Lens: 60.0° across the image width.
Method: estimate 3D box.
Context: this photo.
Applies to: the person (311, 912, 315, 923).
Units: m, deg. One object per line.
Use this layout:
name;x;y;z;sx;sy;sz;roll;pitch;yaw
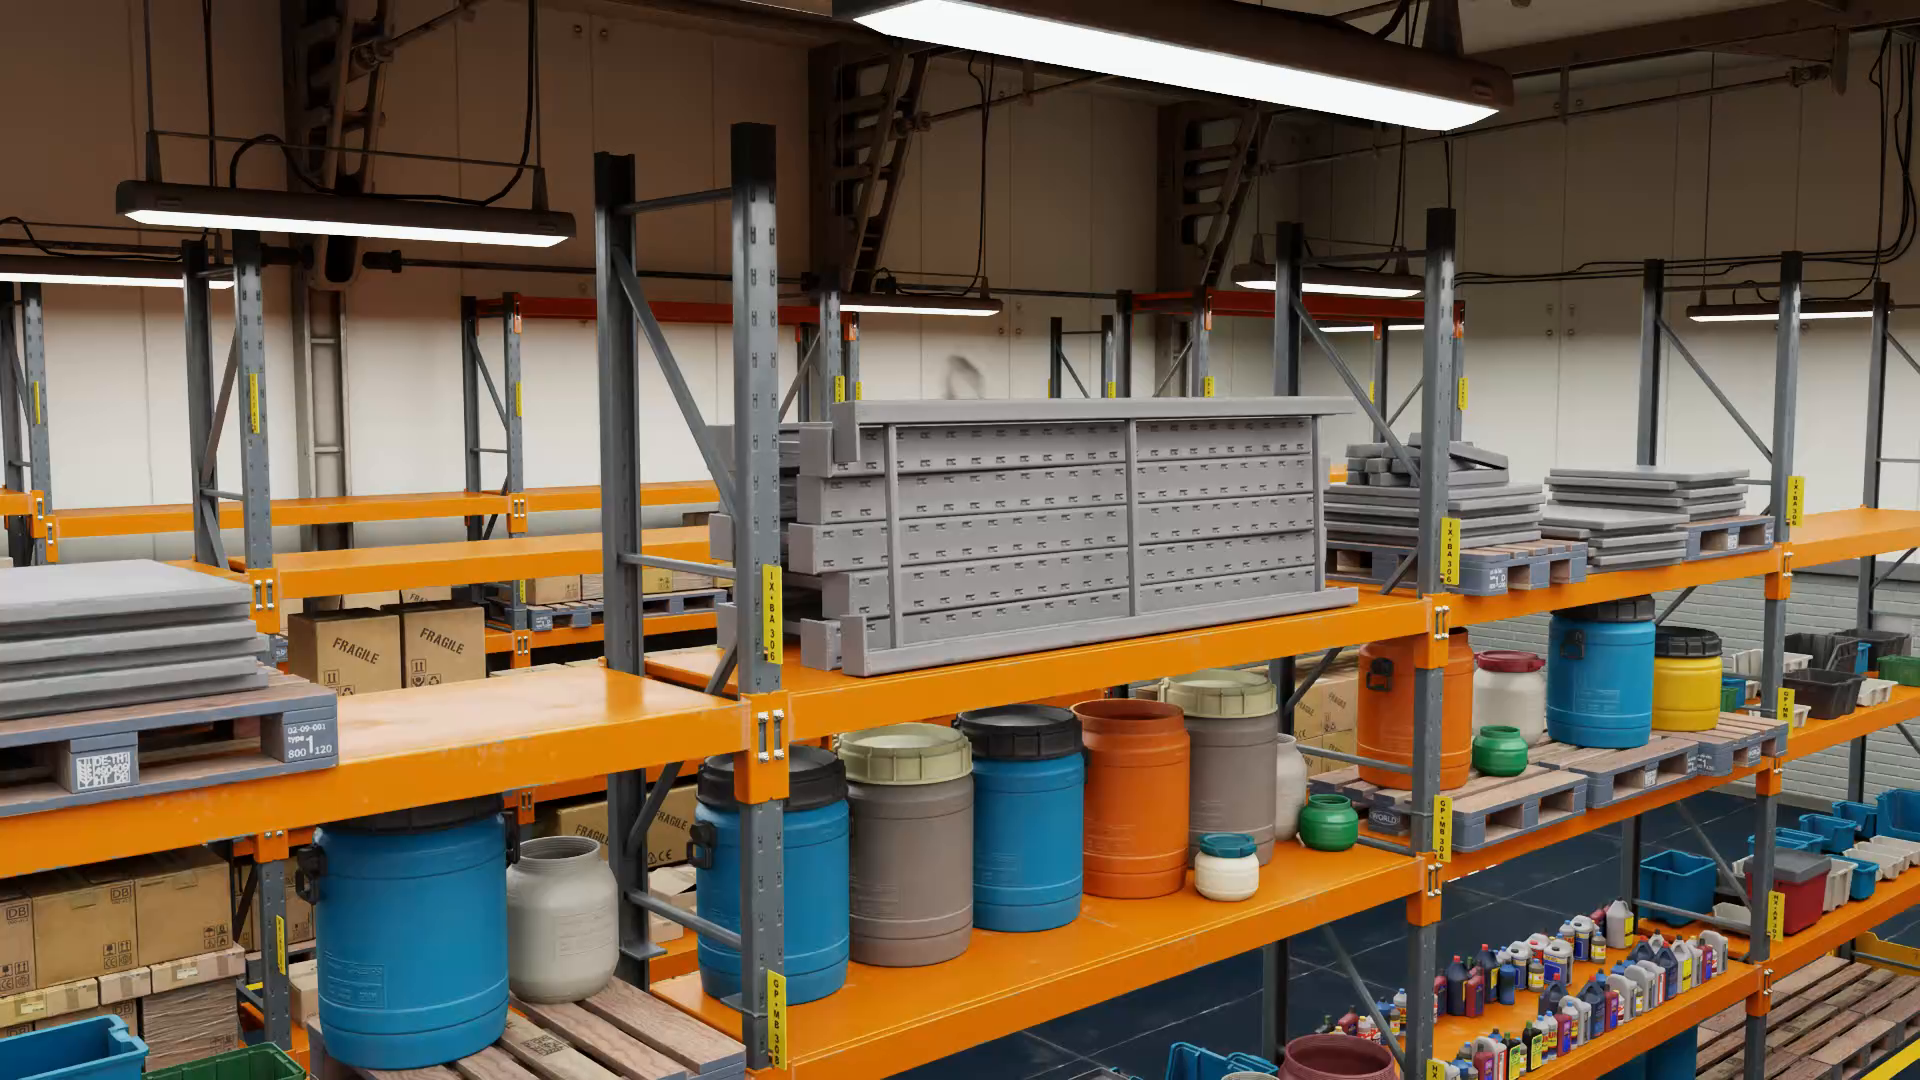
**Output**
person;-4.567;3.092;12.735;0.678;1.856;0.795;5;7;40
